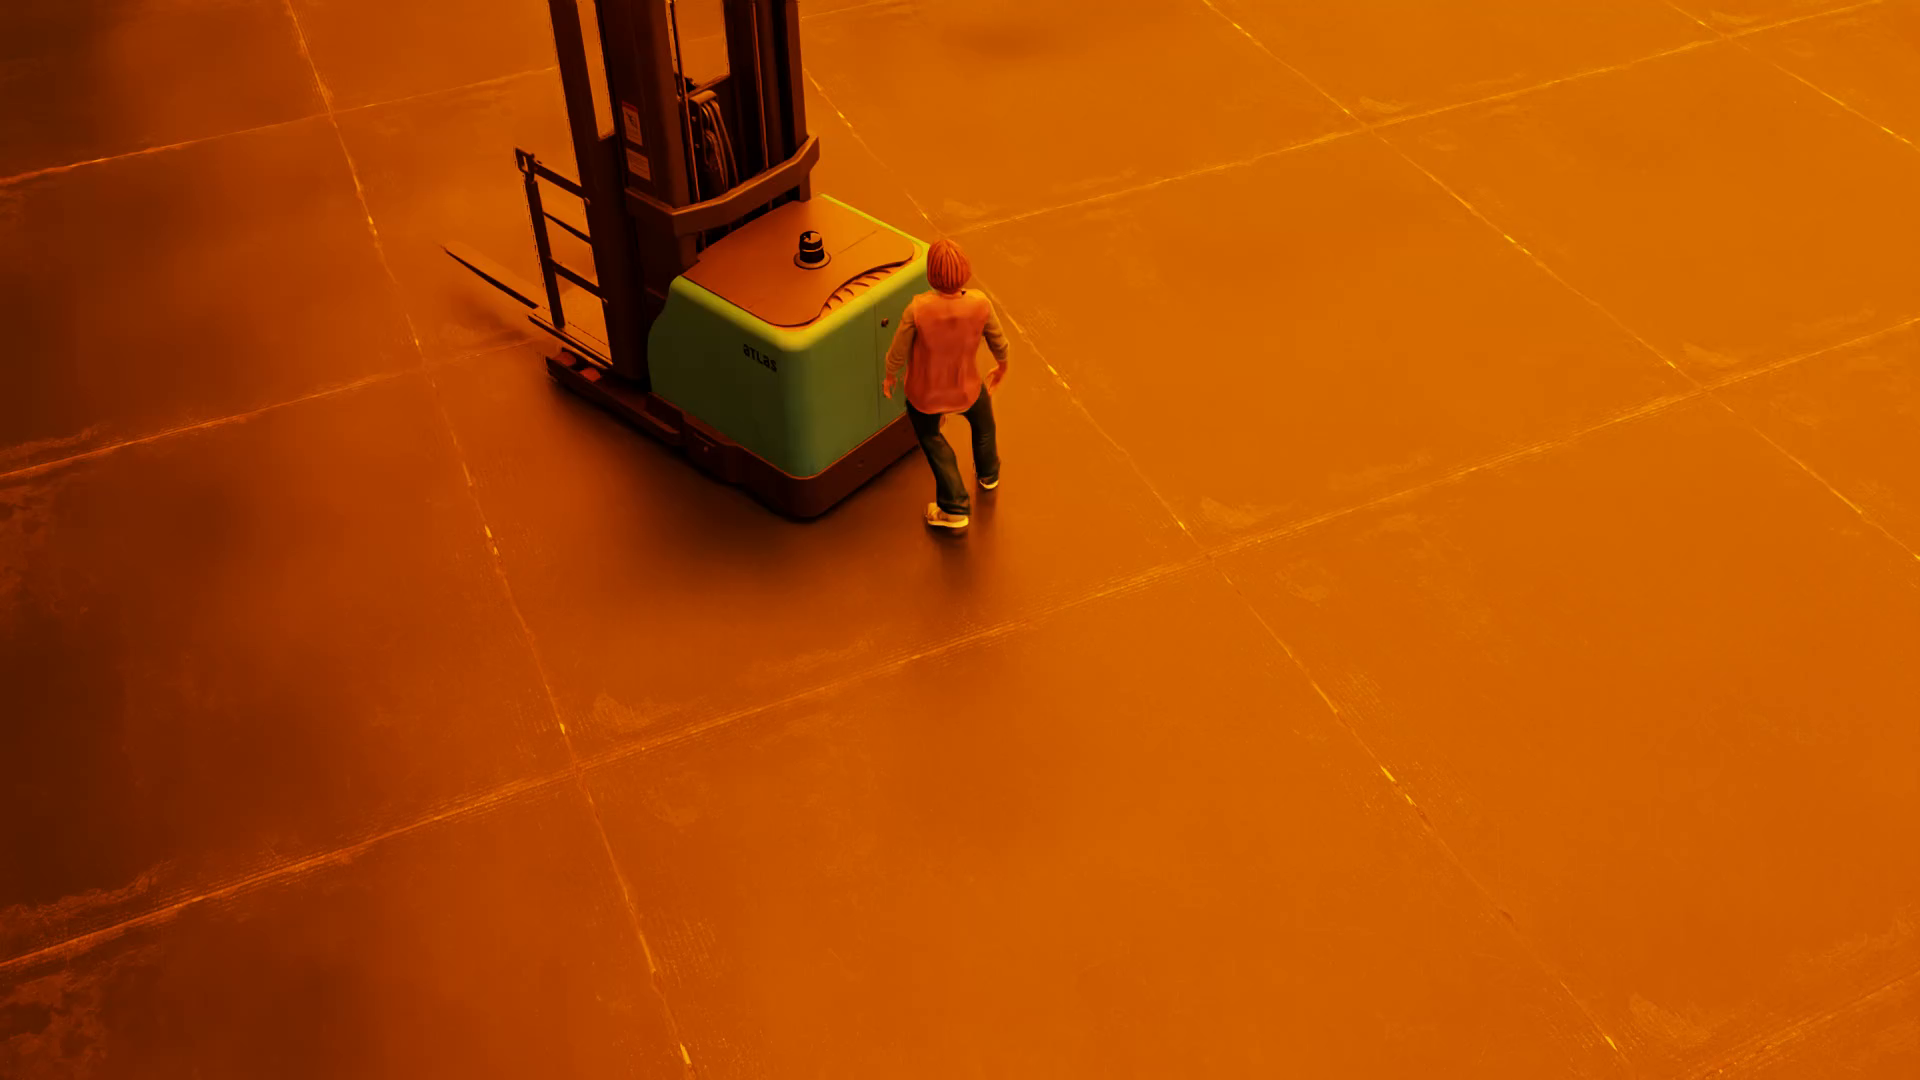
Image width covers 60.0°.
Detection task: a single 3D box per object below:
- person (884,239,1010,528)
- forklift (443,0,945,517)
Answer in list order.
[{"bbox_3d":[-0.067,-0.768,7.509,0.575,1.547,0.597,-6,43,-6],"label":"person"},{"bbox_3d":[-1.517,-2.042,7.868,3.031,2.935,1.130,31,51,29],"label":"forklift"}]
